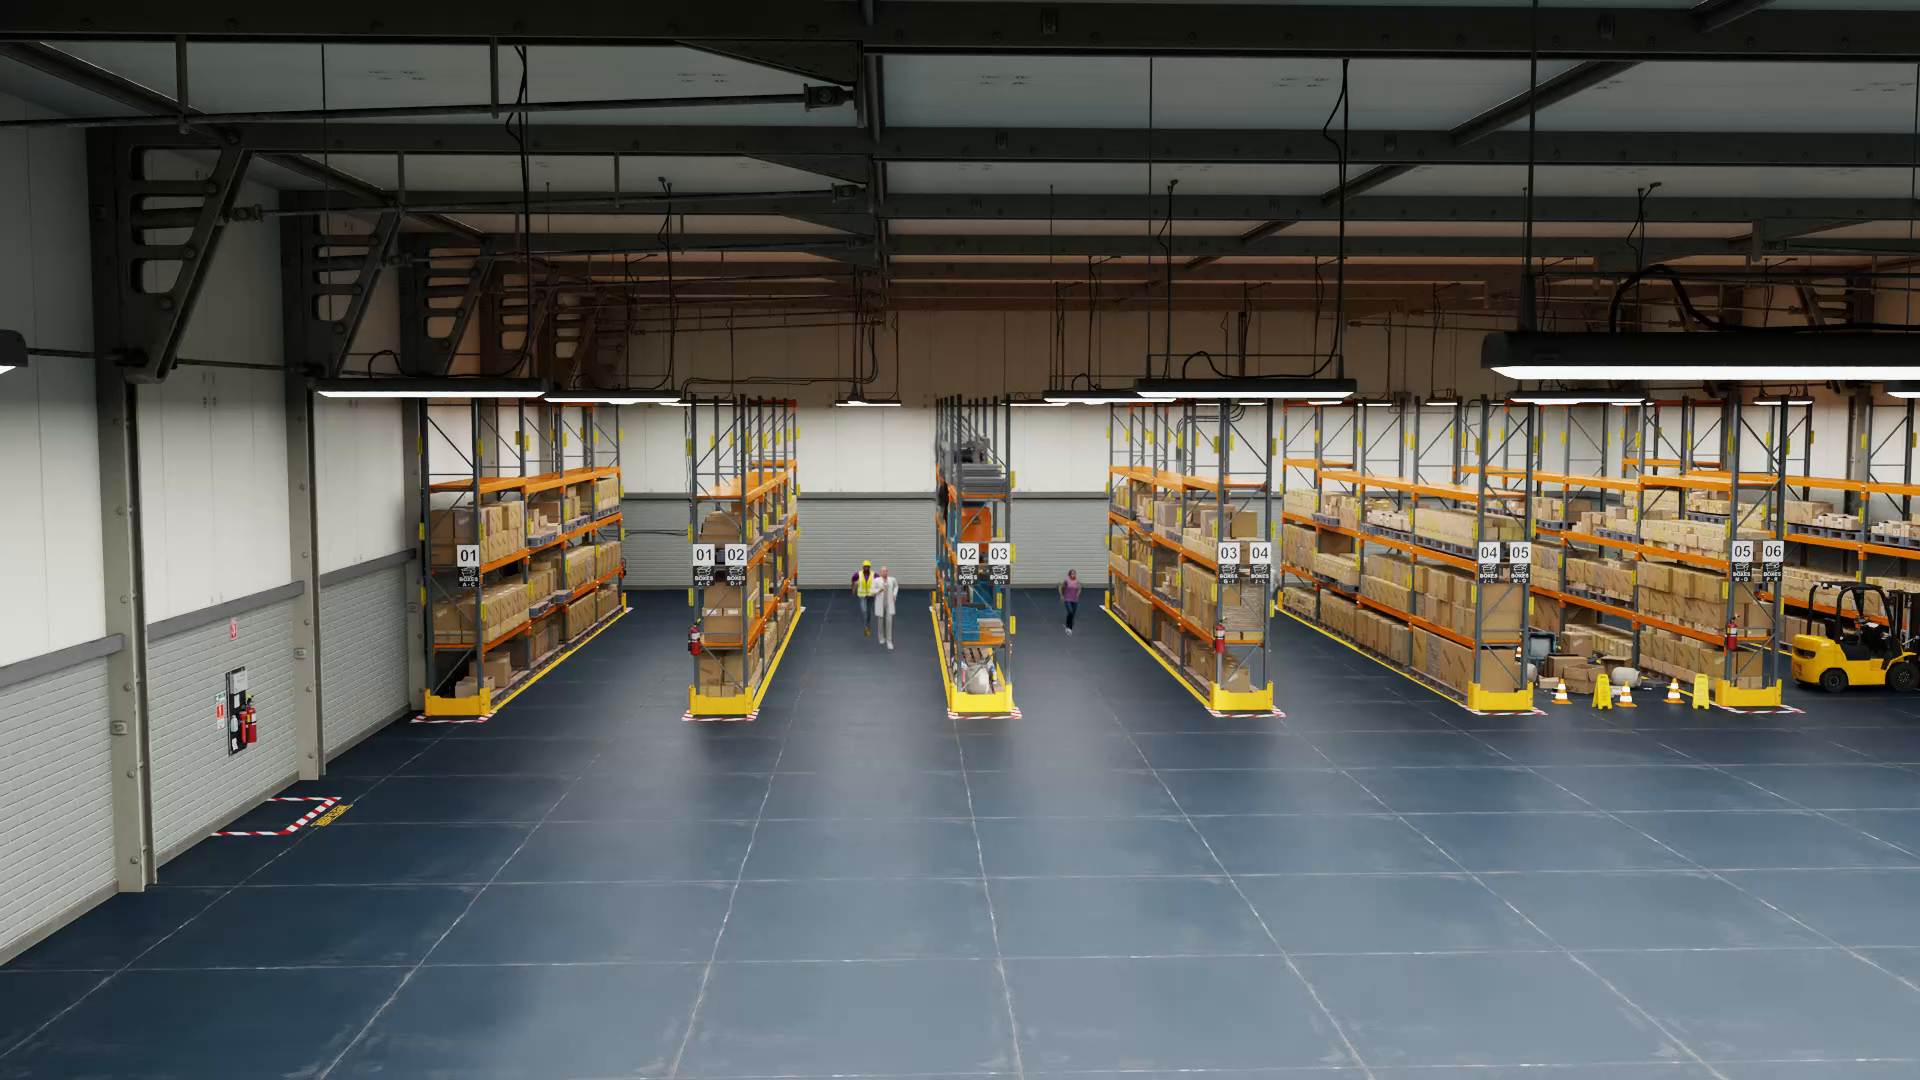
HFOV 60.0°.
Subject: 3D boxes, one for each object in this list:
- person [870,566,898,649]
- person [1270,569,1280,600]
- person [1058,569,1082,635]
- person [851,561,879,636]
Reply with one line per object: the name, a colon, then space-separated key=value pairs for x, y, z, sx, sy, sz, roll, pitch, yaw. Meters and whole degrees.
person: x=-1.728 y=1.532 z=38.167 sx=0.692 sy=1.857 sz=0.804 roll=-1 pitch=5 yaw=-9
person: x=8.157 y=1.381 z=44.137 sx=0.667 sy=1.746 sz=0.620 roll=0 pitch=4 yaw=1
person: x=2.682 y=1.495 z=40.139 sx=0.504 sy=1.591 sz=0.694 roll=-1 pitch=5 yaw=-16
person: x=-2.265 y=1.386 z=40.401 sx=0.689 sy=1.793 sz=0.916 roll=-1 pitch=5 yaw=-12
